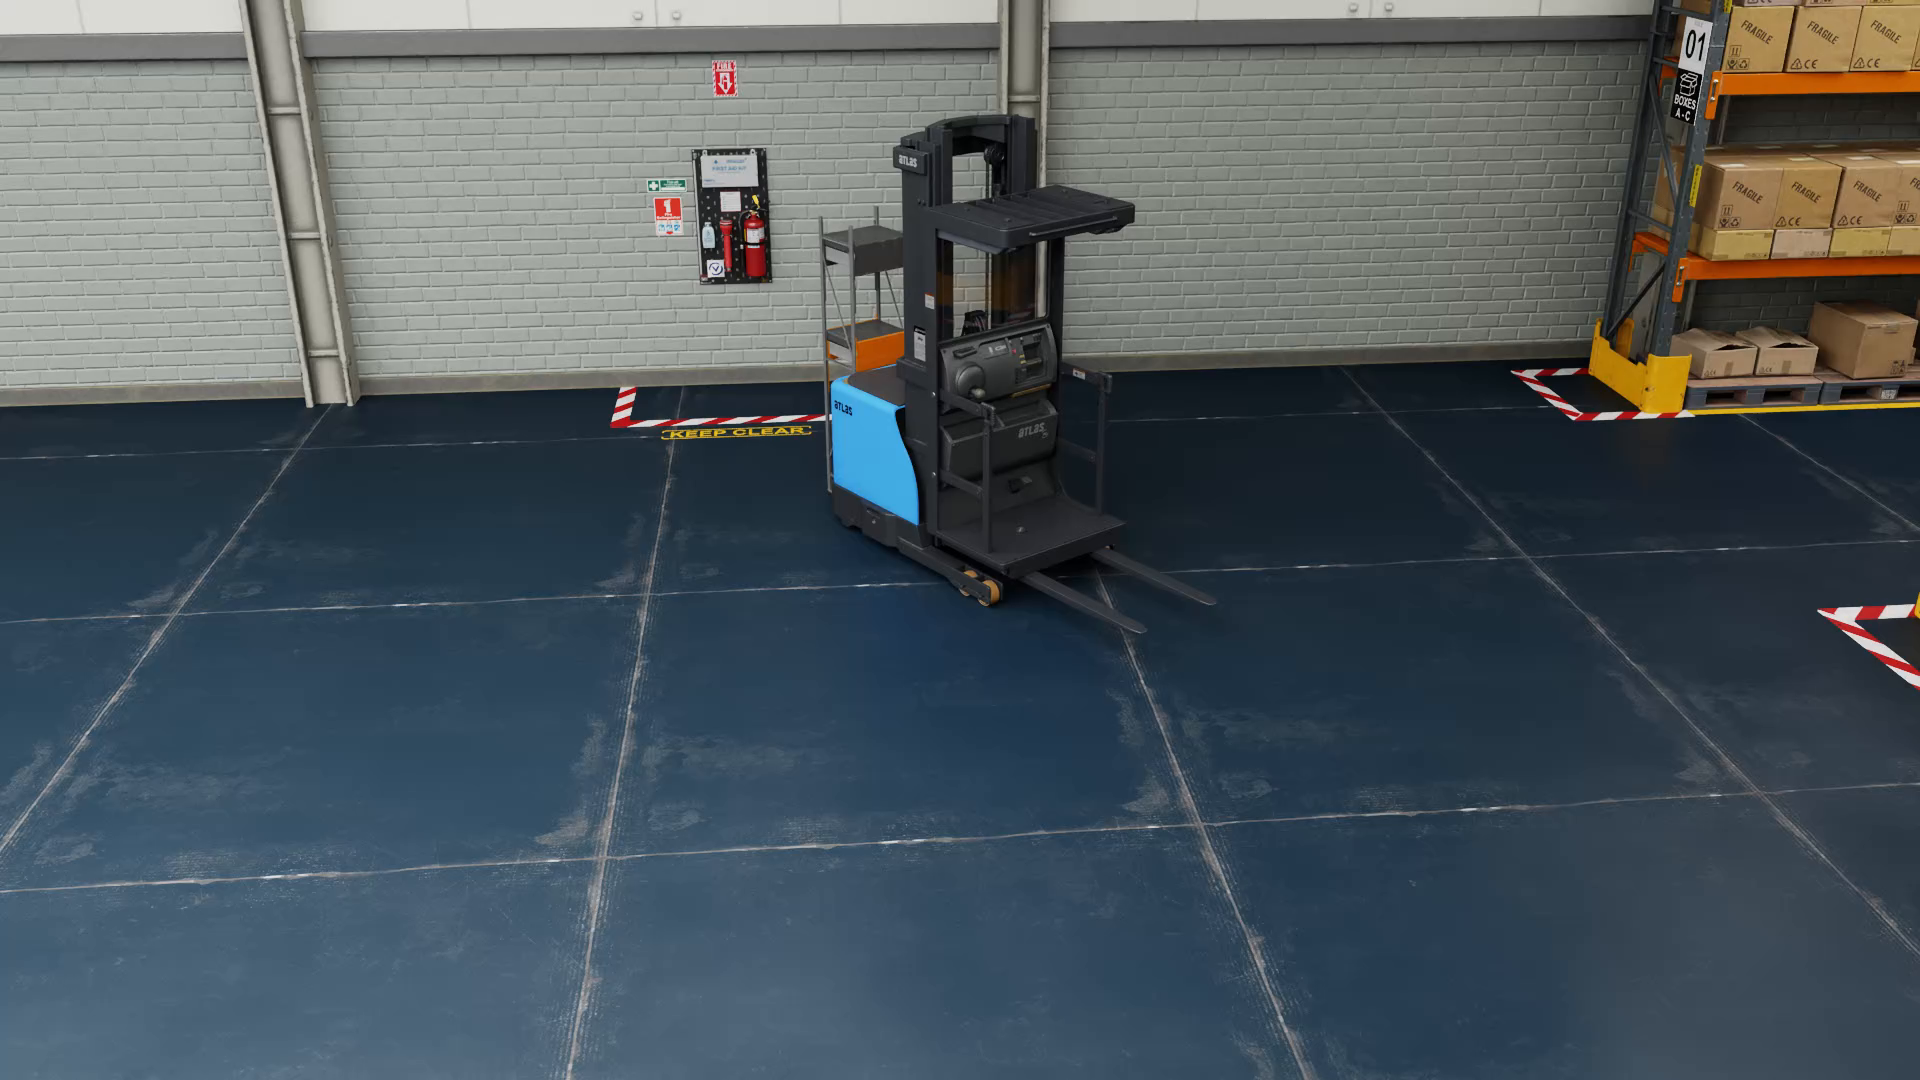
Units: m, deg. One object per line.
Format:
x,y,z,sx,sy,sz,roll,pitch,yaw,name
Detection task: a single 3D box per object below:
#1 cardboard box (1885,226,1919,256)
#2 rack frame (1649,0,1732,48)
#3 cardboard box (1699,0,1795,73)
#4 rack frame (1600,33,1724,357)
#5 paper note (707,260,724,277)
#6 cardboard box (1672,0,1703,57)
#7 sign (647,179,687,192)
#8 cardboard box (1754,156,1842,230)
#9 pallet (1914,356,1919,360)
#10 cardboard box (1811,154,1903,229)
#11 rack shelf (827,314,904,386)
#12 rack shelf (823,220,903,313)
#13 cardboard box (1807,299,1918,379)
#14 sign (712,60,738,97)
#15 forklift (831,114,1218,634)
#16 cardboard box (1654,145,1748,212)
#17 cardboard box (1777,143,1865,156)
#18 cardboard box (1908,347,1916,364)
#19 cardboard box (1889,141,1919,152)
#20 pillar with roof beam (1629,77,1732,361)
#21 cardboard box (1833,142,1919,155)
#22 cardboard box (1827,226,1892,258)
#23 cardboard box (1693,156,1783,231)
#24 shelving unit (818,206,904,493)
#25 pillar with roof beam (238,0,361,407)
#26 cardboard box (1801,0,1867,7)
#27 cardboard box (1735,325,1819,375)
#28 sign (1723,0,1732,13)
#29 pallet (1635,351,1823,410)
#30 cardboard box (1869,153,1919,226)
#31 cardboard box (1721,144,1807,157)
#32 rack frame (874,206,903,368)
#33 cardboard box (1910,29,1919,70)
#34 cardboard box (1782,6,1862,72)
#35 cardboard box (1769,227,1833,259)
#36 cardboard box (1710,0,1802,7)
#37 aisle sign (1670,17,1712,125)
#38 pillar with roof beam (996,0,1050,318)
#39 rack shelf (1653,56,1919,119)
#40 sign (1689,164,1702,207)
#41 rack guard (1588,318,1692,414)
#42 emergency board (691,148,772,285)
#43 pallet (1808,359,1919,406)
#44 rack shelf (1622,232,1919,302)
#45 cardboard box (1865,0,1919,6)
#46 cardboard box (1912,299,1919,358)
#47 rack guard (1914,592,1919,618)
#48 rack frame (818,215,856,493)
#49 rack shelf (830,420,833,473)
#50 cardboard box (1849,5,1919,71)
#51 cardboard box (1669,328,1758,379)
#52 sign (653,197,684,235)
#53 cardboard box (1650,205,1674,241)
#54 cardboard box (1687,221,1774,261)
7.926,-2.581,14.024,0.500,0.250,0.500,-2,24,-5,cardboard box
5.883,-5.427,12.880,0.127,3.000,1.000,-2,24,-5,rack frame
6.241,-4.023,13.268,0.500,0.500,0.500,-2,24,-4,cardboard box
5.883,-2.686,14.099,0.127,3.000,1.000,-2,24,-5,rack frame
-2.122,-2.359,14.448,0.142,0.148,0.016,-2,24,-5,paper note
6.274,-4.230,13.733,0.500,0.500,0.500,-1,24,-1,cardboard box
-2.494,-3.015,14.144,0.331,0.109,0.001,-2,24,-5,sign
6.881,-2.882,13.778,0.500,0.500,0.500,-2,24,-5,cardboard box
9.199,-1.530,14.932,1.213,0.211,1.003,-2,24,-5,pallet
7.395,-2.900,13.819,0.500,0.500,0.500,-3,24,-7,cardboard box
-0.679,-1.318,12.164,0.480,0.518,0.431,-18,30,-35,rack shelf
-0.679,-1.958,11.879,0.480,0.518,0.431,-18,30,-35,rack shelf
7.883,-1.767,14.569,0.500,0.500,0.700,-4,24,-8,cardboard box
-1.957,-3.840,13.841,0.199,0.298,0.001,-2,24,-5,sign
0.393,-1.141,10.708,1.130,2.935,3.031,-18,30,-35,forklift
6.331,-3.074,14.209,0.500,0.500,0.500,-3,24,-6,cardboard box
7.347,-3.112,14.295,0.500,0.500,0.500,-3,24,-7,cardboard box
8.270,-1.688,14.822,0.250,0.149,0.380,-4,24,-9,cardboard box
8.364,-3.157,14.397,0.500,0.500,0.500,-2,24,-4,cardboard box
6.918,-4.064,9.815,0.400,9.000,9.100,-2,24,-5,pillar with roof beam
7.849,-3.132,14.341,0.500,0.500,0.500,-2,24,-4,cardboard box
7.423,-2.562,13.980,0.500,0.250,0.500,-3,24,-6,cardboard box
6.388,-2.866,13.743,0.500,0.500,0.500,-2,24,-5,cardboard box
-0.679,-1.330,12.158,0.503,2.100,0.431,-18,30,-35,shelving unit
-5.024,-3.585,8.737,0.400,9.000,9.100,-2,24,-5,pillar with roof beam
6.795,-4.485,13.075,0.500,0.500,0.500,-3,24,-6,cardboard box
7.148,-1.672,14.587,0.500,0.311,0.500,0,24,-1,cardboard box
5.937,-4.236,12.819,0.005,0.325,0.100,-2,24,-5,sign
6.771,-1.432,14.713,1.213,0.211,1.003,-2,24,-5,pallet
7.908,-2.926,13.876,0.500,0.500,0.500,-2,24,-3,cardboard box
6.833,-3.090,14.245,0.500,0.500,0.500,-2,24,-4,cardboard box
-0.489,-1.393,12.298,0.015,2.100,0.400,-18,30,-35,rack frame
7.826,-4.083,13.402,0.500,0.500,0.500,-1,24,-2,cardboard box
6.779,-4.030,13.284,0.500,0.500,0.500,-1,24,-2,cardboard box
6.915,-2.544,13.940,0.500,0.250,0.500,-3,24,-7,cardboard box
6.290,-4.485,13.076,0.500,0.500,0.500,-4,24,-9,cardboard box
5.841,-3.749,13.292,0.004,0.787,0.394,-2,24,-5,aisle sign
0.947,-3.825,9.276,0.400,9.000,9.100,-2,24,-5,pillar with roof beam
7.874,-3.807,13.815,4.000,0.370,1.077,-2,24,-5,rack shelf
5.937,-2.862,13.430,0.005,0.325,0.100,-2,24,-5,sign
5.959,-1.546,14.613,0.348,0.500,1.175,-2,24,-5,rack guard
-1.939,-2.740,14.222,0.643,1.169,0.194,-2,24,-5,emergency board
7.982,-1.480,14.820,1.213,0.211,1.003,-2,24,-5,pallet
7.874,-2.437,14.425,4.000,0.370,1.077,-2,24,-5,rack shelf
7.304,-4.510,13.131,0.500,0.500,0.500,-2,24,-4,cardboard box
8.835,-1.846,14.747,0.500,0.500,0.500,-4,24,-9,cardboard box
6.350,0.460,10.100,0.348,0.500,1.175,-2,24,-5,rack guard
-0.869,-1.268,12.018,0.015,2.100,0.400,-18,30,-35,rack frame
-0.679,-0.678,12.448,0.480,0.518,0.431,-18,30,-35,rack shelf
7.295,-4.053,13.334,0.500,0.500,0.500,-1,24,-3,cardboard box
6.581,-1.649,14.536,0.500,0.311,0.500,-5,24,-11,cardboard box
-2.500,-2.776,14.259,0.234,0.329,0.001,-2,24,-5,sign
6.329,-2.723,14.344,0.500,0.250,0.500,-2,24,-4,cardboard box
6.400,-2.517,13.880,0.500,0.250,0.500,-3,24,-7,cardboard box
